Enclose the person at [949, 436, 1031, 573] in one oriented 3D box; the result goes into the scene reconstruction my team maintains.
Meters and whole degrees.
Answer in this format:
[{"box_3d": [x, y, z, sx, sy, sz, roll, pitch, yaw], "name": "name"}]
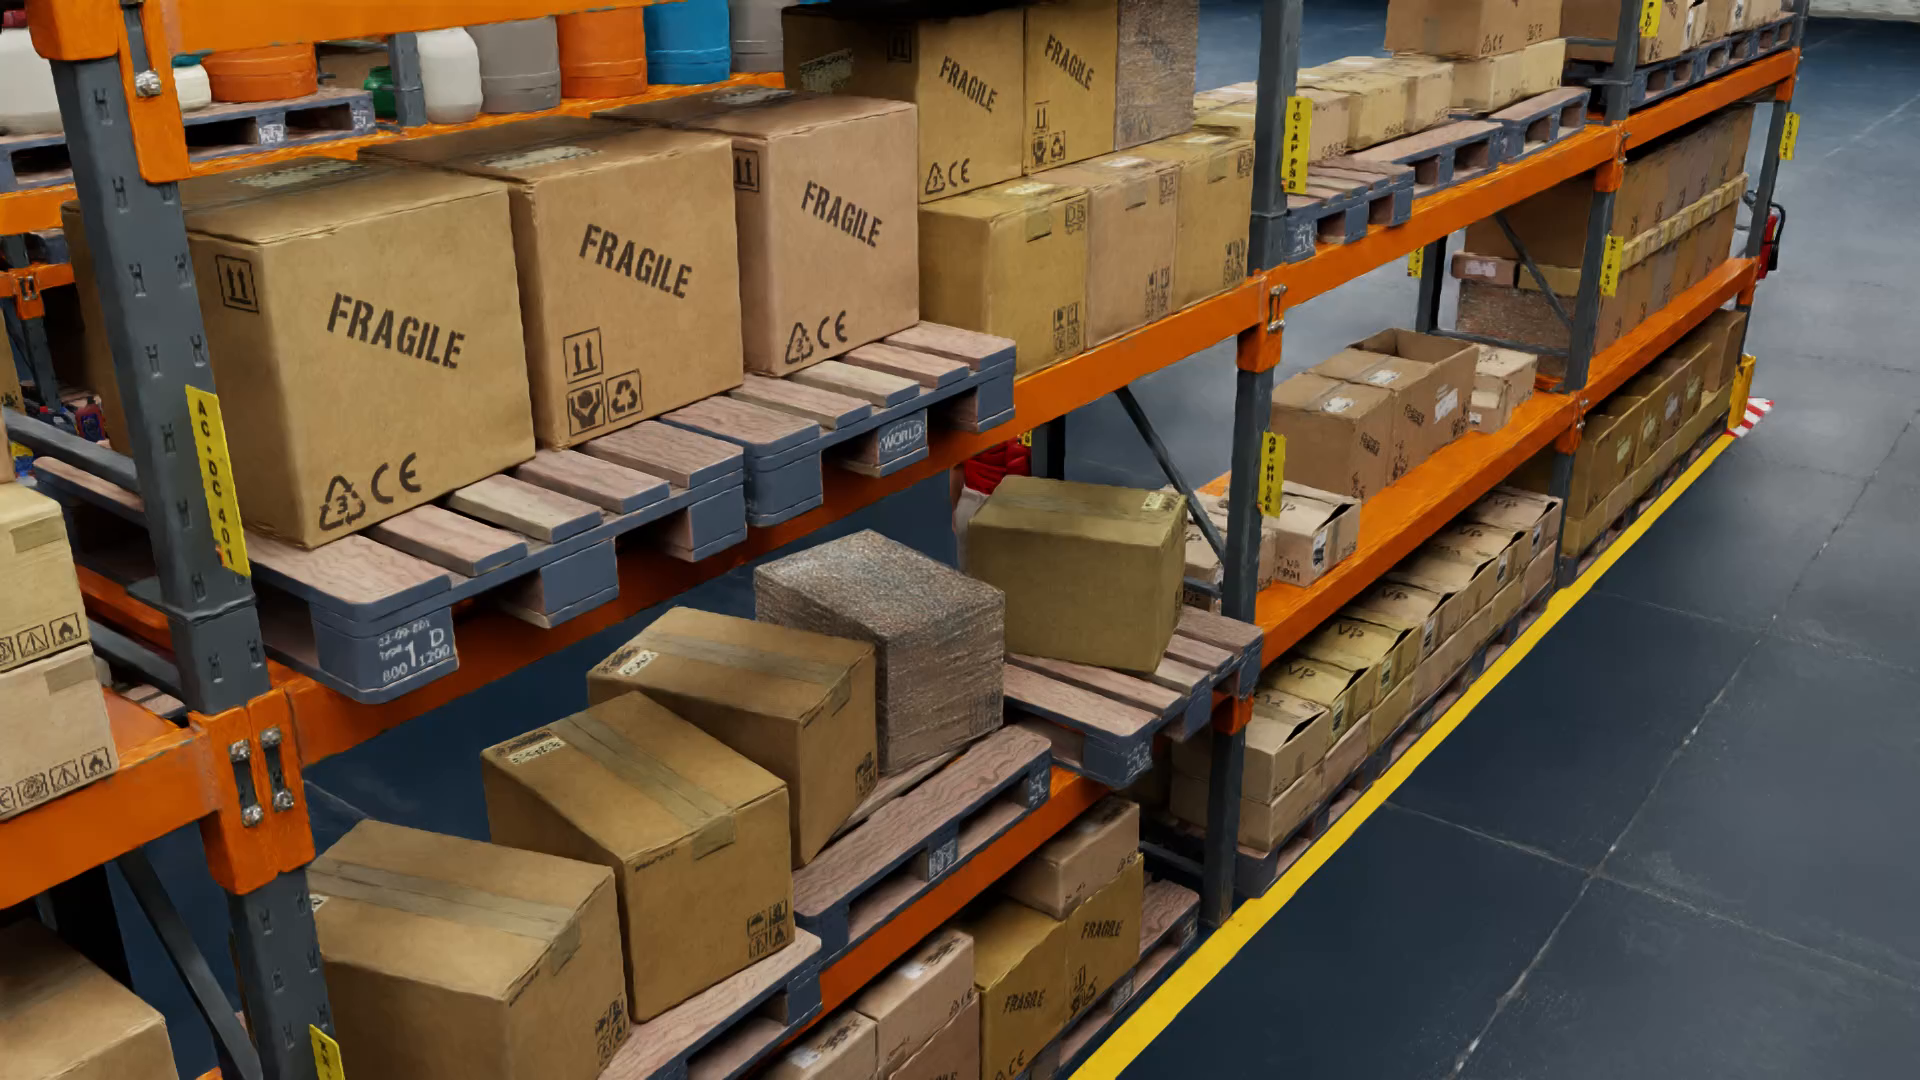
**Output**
[{"box_3d": [0.165, -0.090, 8.805, 0.570, 1.723, 0.423, 20, 30, 38], "name": "person"}]
